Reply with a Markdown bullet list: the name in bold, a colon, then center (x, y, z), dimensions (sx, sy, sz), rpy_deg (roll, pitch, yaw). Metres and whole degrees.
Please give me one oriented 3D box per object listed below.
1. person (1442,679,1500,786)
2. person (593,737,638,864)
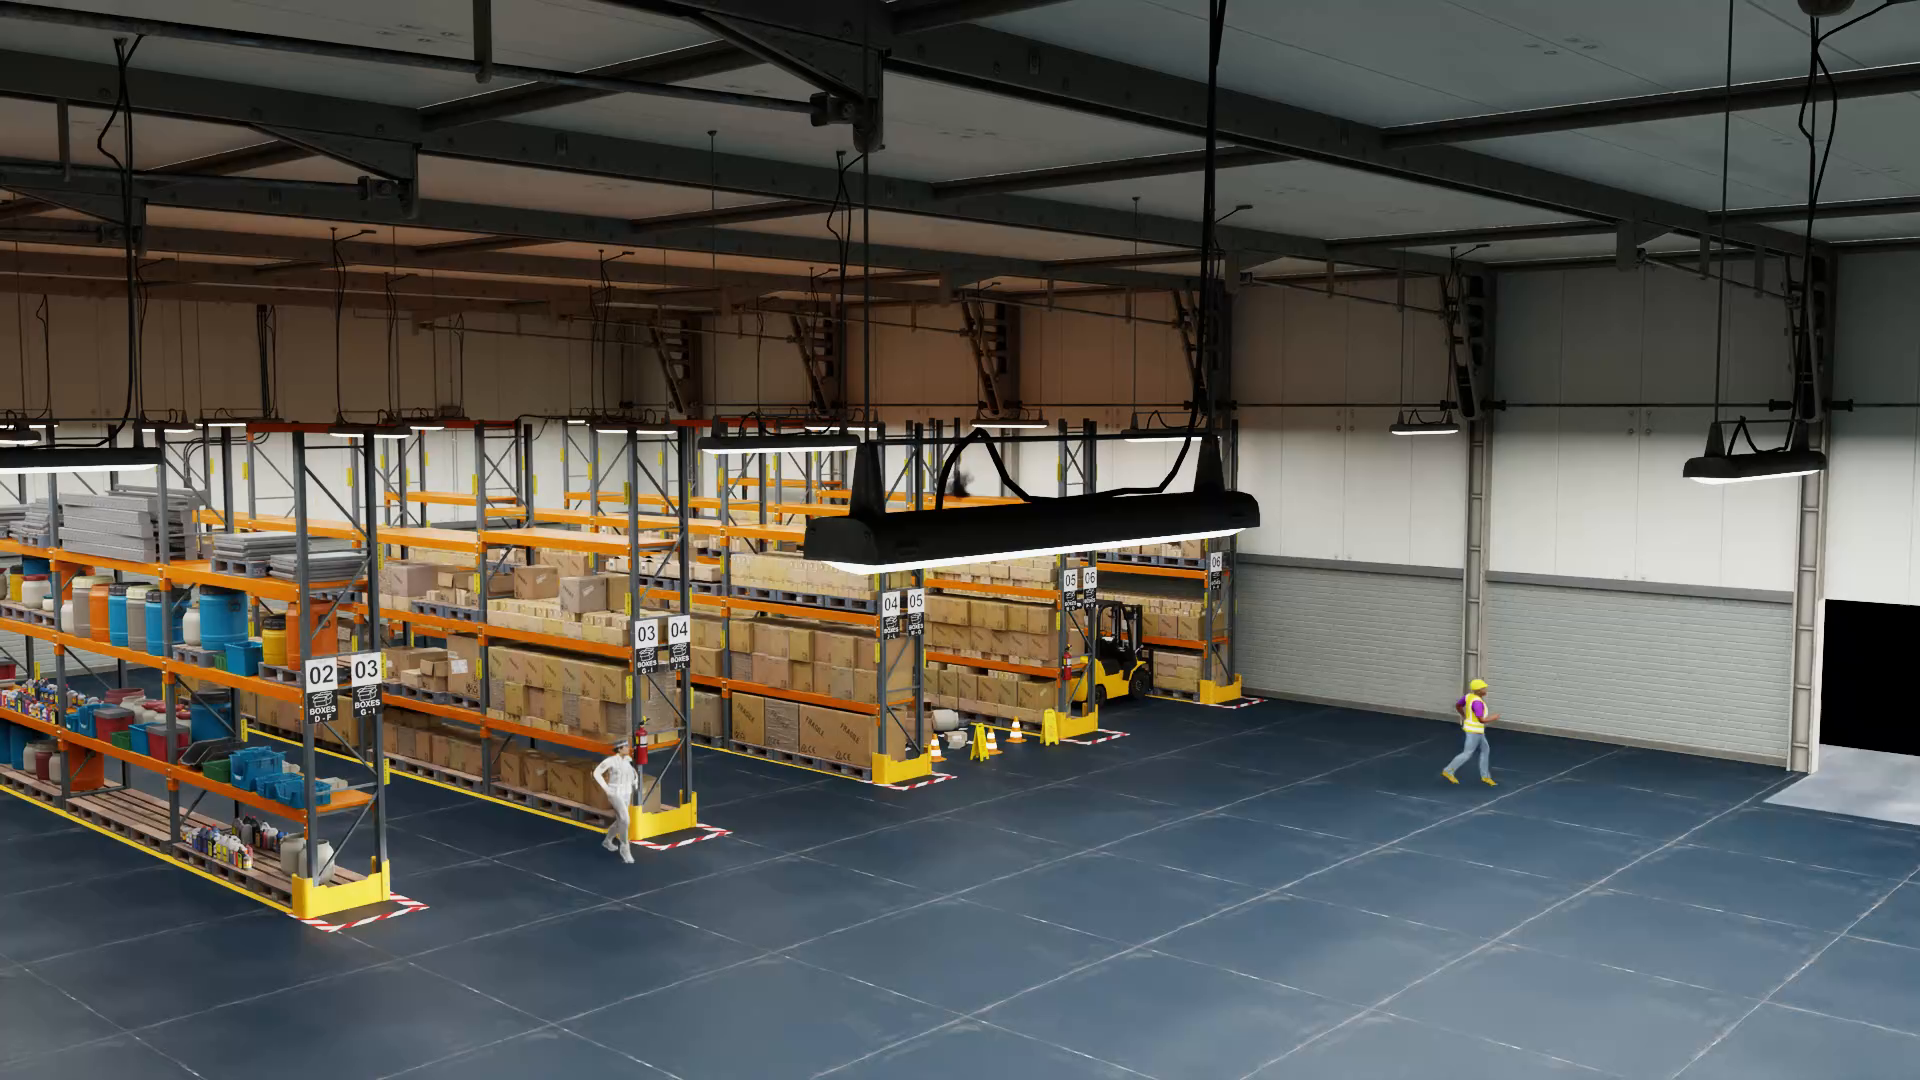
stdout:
- **person**: center (8.461, 3.198, 27.535), dimensions (0.948, 1.801, 0.712), rpy_deg (1, 5, 7)
- **person**: center (-4.741, 3.601, 23.237), dimensions (0.783, 1.723, 0.615), rpy_deg (3, 6, 32)
